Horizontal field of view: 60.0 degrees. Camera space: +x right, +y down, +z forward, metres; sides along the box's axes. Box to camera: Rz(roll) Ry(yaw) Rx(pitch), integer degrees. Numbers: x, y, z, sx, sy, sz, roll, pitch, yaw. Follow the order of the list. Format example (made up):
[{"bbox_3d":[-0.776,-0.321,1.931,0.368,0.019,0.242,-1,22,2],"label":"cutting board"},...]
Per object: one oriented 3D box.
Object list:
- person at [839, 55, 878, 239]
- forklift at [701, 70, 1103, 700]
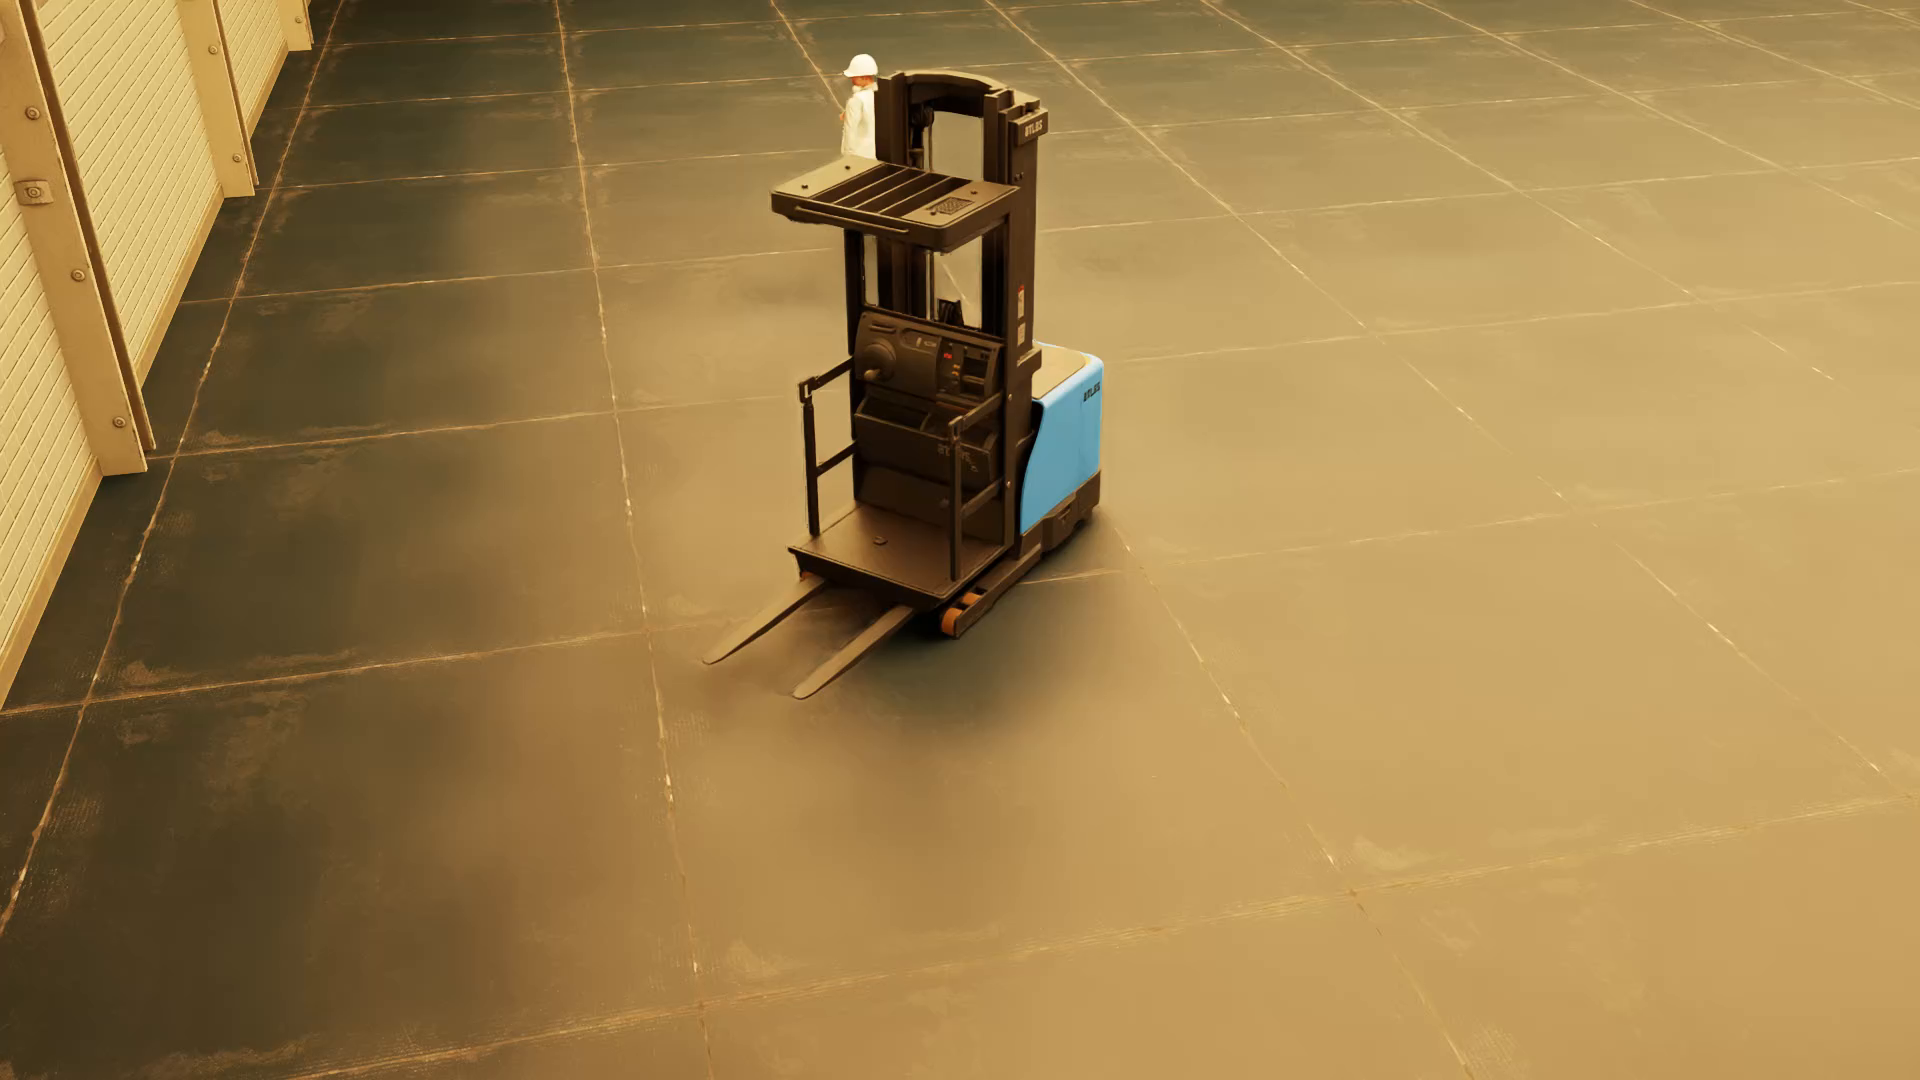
[{"bbox_3d":[-0.844,-3.493,14.879,0.572,1.687,0.871,-10,32,-17],"label":"person"},{"bbox_3d":[-0.304,-0.979,9.266,1.130,2.935,3.031,17,34,27],"label":"forklift"}]
